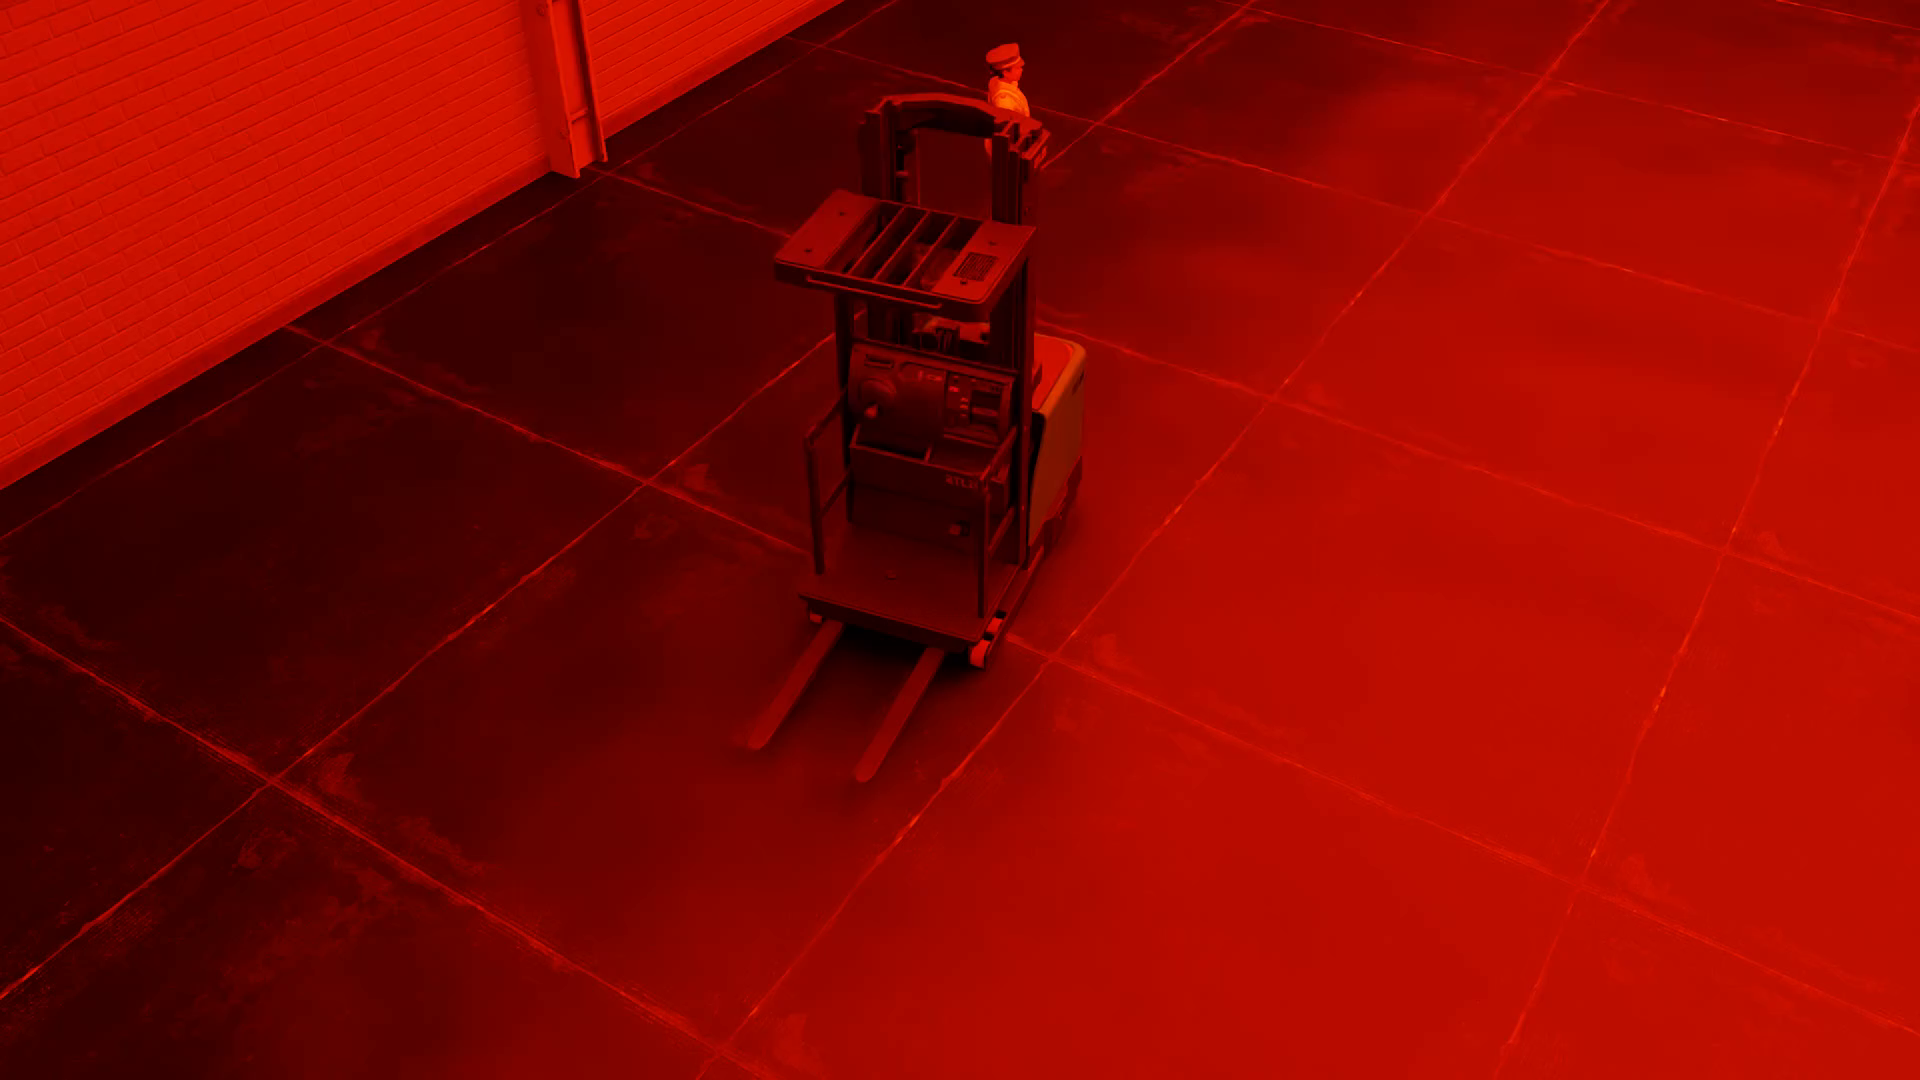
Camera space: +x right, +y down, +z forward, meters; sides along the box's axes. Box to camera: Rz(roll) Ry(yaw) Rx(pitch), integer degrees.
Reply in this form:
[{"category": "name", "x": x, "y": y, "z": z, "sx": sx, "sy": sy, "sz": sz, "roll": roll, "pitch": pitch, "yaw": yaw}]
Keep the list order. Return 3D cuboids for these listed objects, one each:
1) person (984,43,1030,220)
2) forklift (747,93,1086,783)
[{"category": "person", "x": 0.350, "y": -2.849, "z": 12.297, "sx": 0.329, "sy": 1.684, "sz": 0.474, "roll": -5, "pitch": 41, "yaw": -6}, {"category": "forklift", "x": -0.240, "y": -0.705, "z": 8.799, "sx": 1.130, "sy": 2.935, "sz": 3.031, "roll": 14, "pitch": 42, "yaw": 16}]
